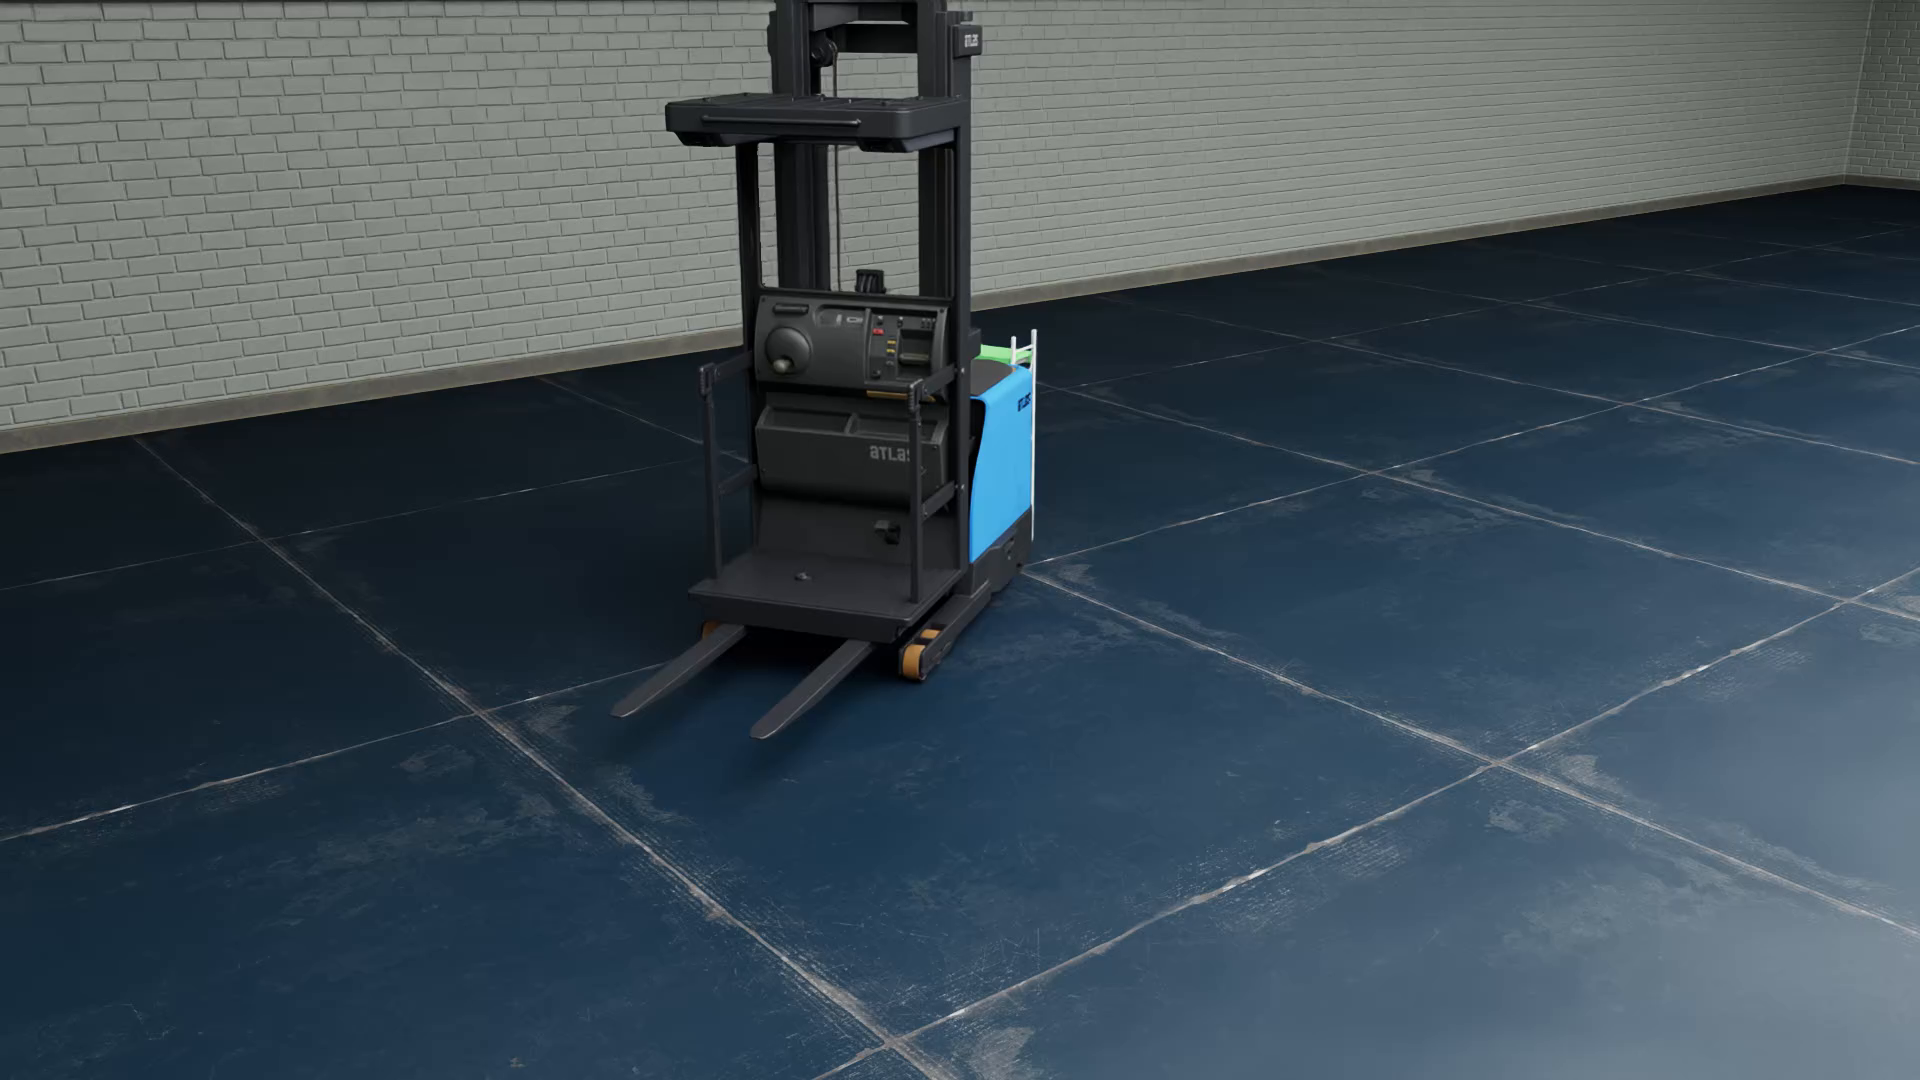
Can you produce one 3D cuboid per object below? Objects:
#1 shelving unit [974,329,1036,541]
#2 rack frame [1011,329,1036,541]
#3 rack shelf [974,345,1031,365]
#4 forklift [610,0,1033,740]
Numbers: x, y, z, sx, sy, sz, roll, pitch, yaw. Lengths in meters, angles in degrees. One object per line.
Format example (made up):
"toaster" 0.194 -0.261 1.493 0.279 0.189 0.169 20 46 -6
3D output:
"shelving unit" 0.133 -0.575 9.189 0.503 1.200 0.258 11 21 30
"rack frame" 0.341 -0.534 9.067 0.015 1.200 0.240 11 21 30
"rack shelf" 0.133 -0.970 9.059 0.480 0.148 0.258 11 21 30
"forklift" -0.573 -0.903 7.427 1.130 2.935 3.031 6 19 18
